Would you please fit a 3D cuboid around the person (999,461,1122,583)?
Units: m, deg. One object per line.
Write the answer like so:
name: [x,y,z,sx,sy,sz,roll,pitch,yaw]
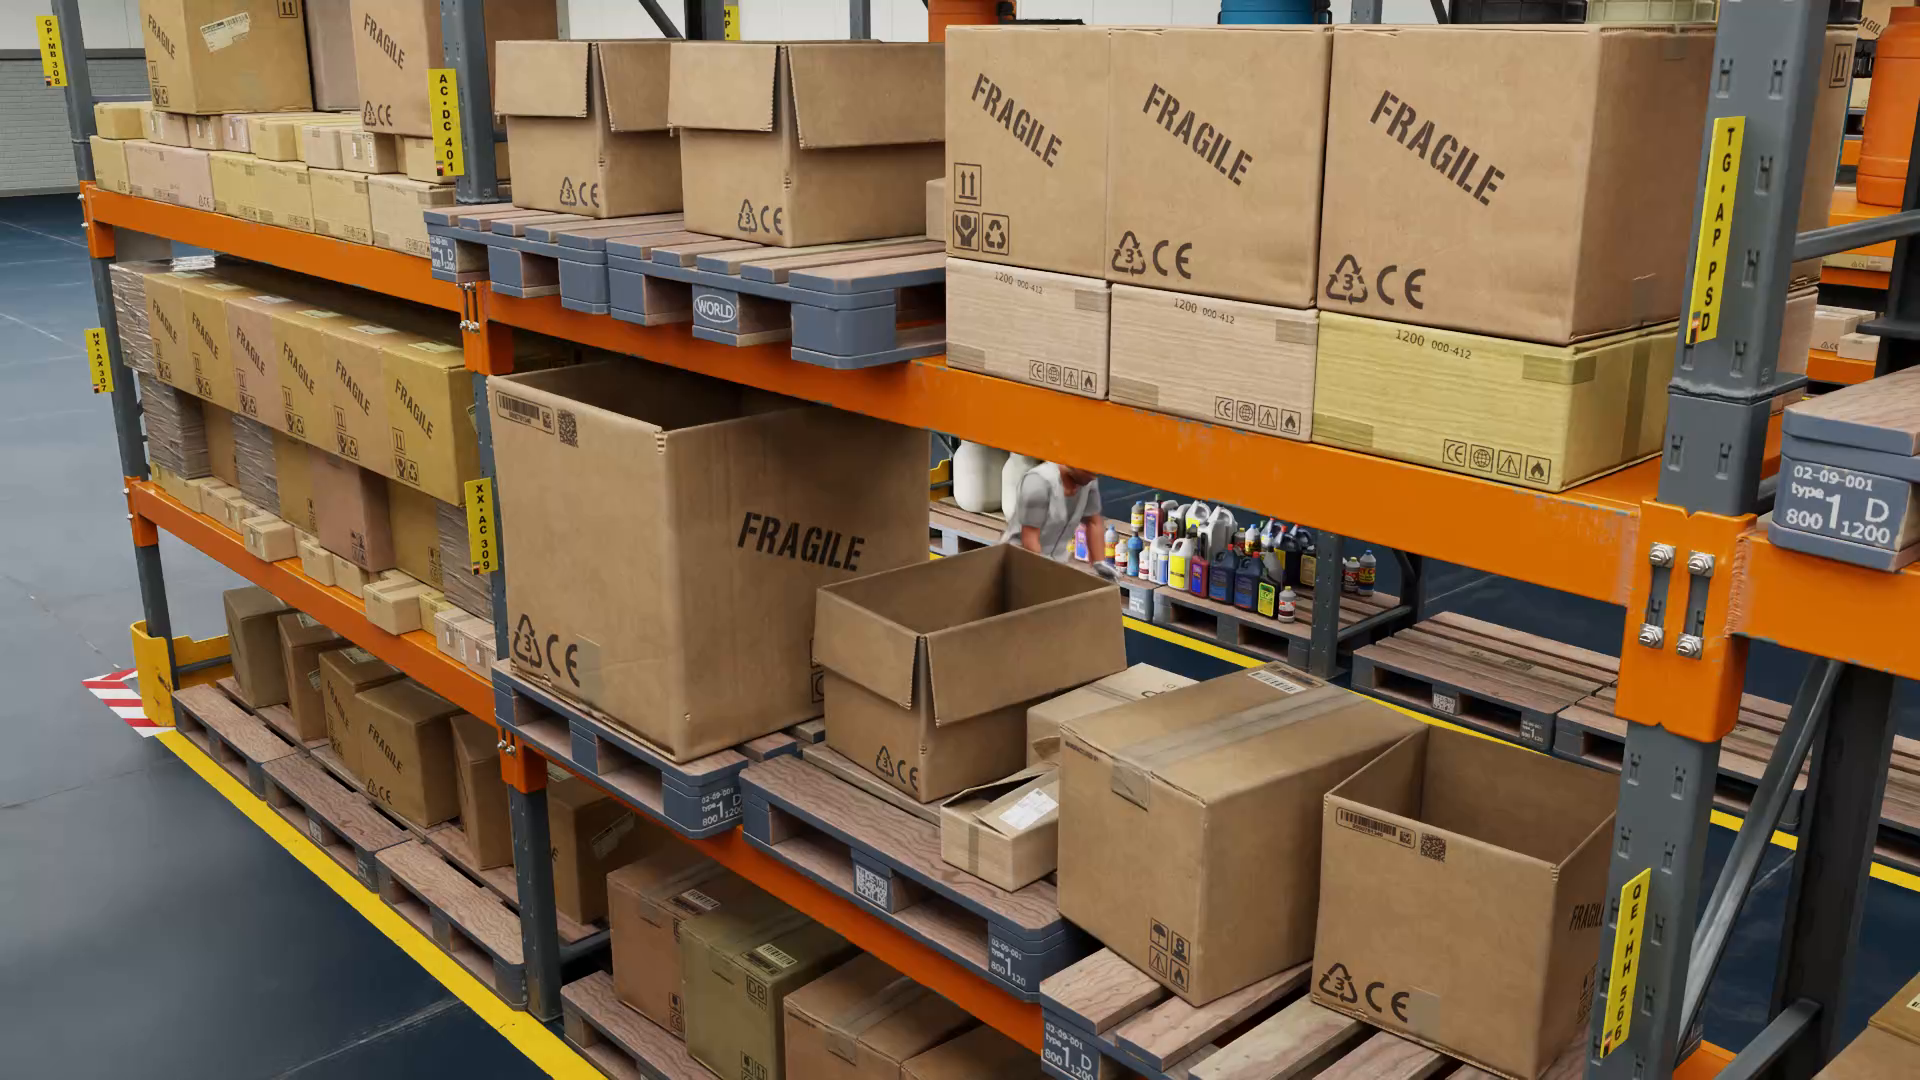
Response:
person: [0.523,0.173,8.763,0.570,1.604,0.624,-15,23,-40]
